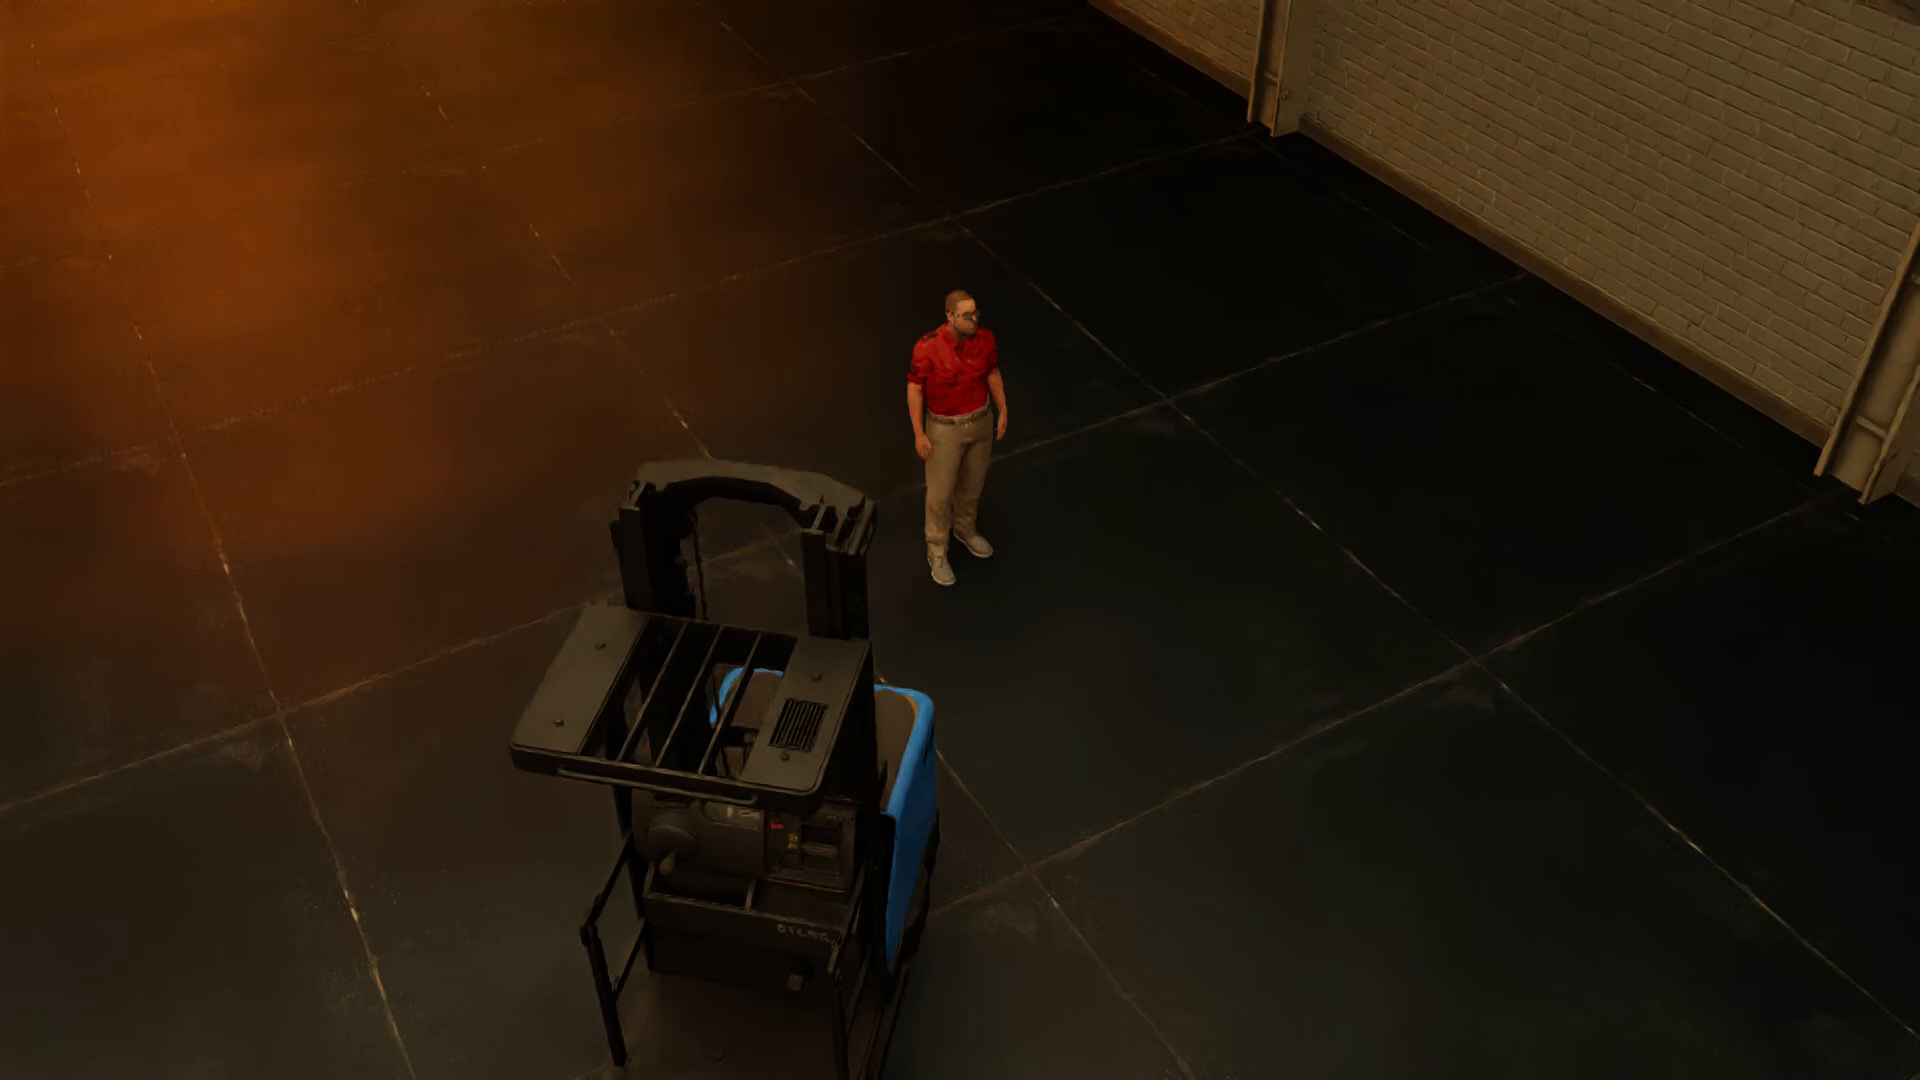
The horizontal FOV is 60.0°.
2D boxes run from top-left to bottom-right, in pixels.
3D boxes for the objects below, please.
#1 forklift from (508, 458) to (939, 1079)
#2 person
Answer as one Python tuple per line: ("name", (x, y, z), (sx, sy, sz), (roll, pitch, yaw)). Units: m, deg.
("forklift", (-0.910, 1.268, 6.507), (1.130, 2.935, 3.031), (8, 40, 9))
("person", (0.035, -0.618, 9.711), (0.640, 1.727, 0.550), (-20, 44, -23))
